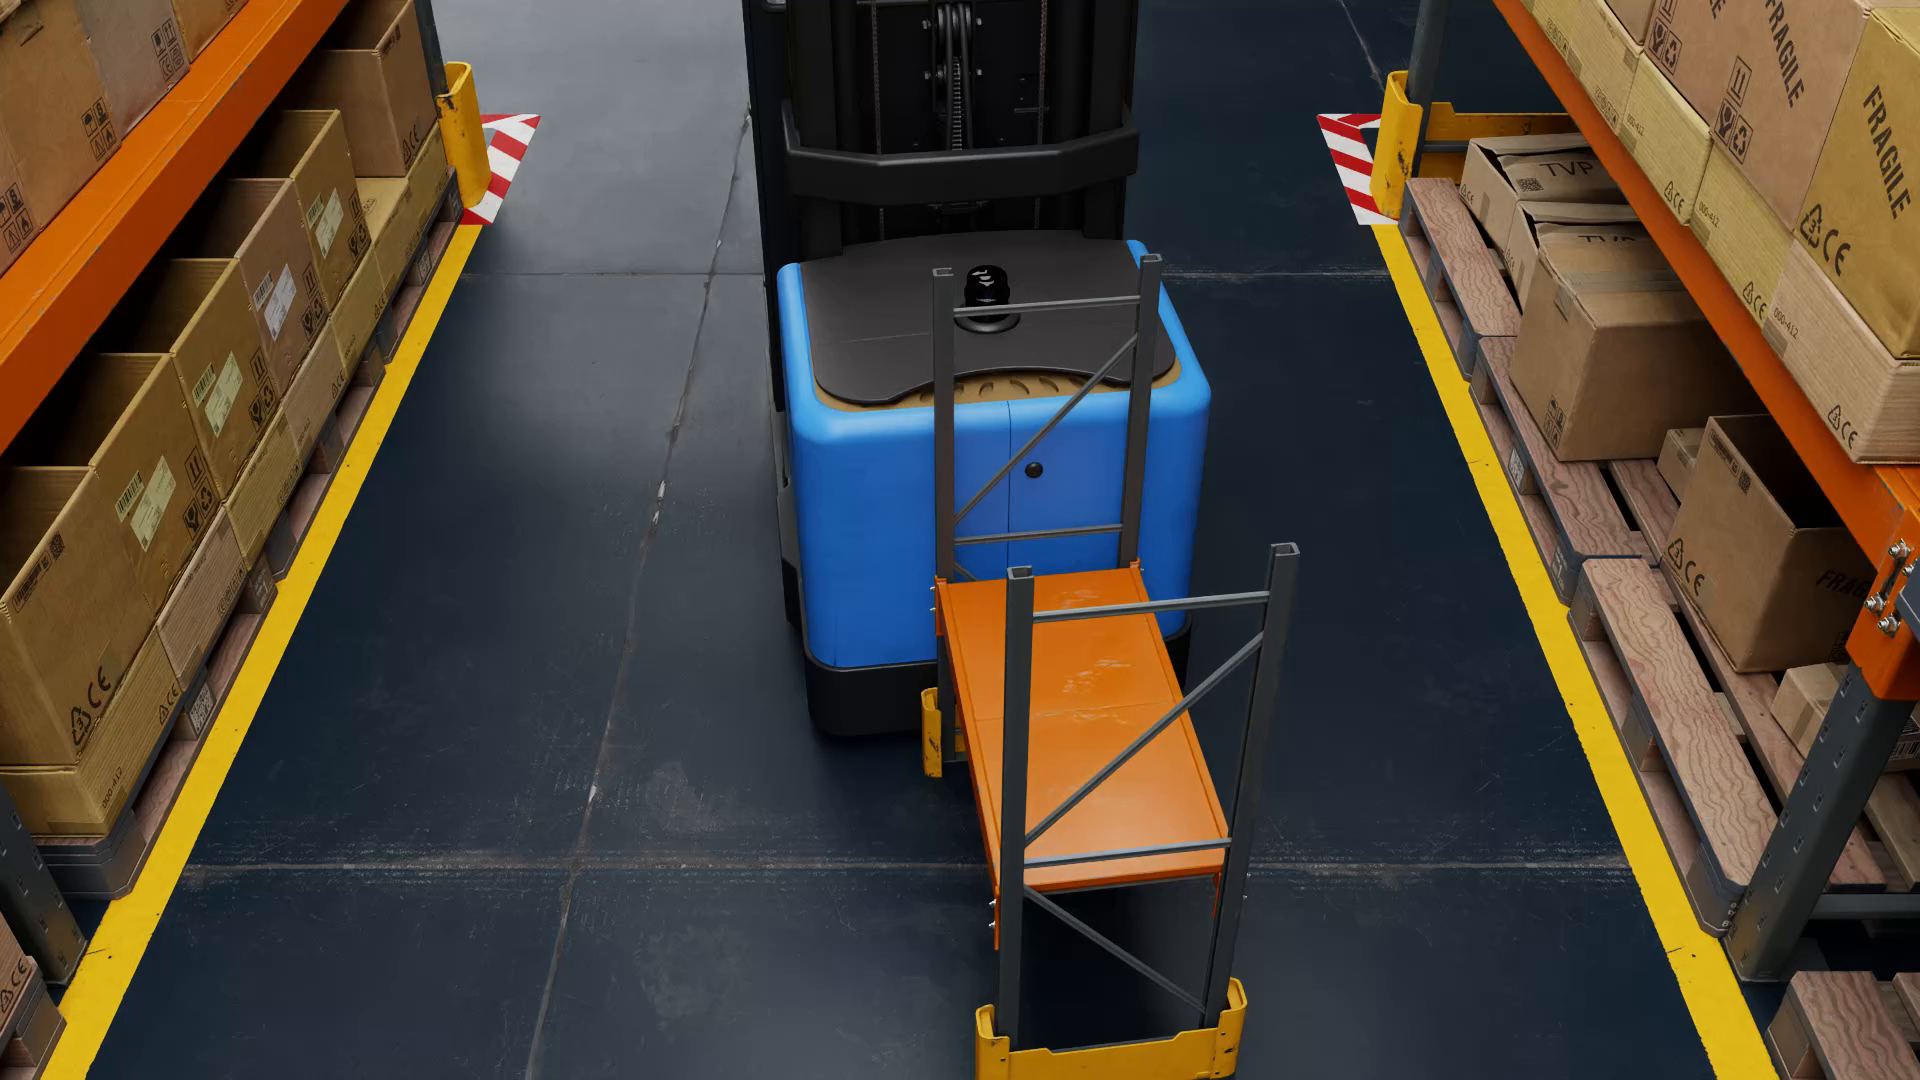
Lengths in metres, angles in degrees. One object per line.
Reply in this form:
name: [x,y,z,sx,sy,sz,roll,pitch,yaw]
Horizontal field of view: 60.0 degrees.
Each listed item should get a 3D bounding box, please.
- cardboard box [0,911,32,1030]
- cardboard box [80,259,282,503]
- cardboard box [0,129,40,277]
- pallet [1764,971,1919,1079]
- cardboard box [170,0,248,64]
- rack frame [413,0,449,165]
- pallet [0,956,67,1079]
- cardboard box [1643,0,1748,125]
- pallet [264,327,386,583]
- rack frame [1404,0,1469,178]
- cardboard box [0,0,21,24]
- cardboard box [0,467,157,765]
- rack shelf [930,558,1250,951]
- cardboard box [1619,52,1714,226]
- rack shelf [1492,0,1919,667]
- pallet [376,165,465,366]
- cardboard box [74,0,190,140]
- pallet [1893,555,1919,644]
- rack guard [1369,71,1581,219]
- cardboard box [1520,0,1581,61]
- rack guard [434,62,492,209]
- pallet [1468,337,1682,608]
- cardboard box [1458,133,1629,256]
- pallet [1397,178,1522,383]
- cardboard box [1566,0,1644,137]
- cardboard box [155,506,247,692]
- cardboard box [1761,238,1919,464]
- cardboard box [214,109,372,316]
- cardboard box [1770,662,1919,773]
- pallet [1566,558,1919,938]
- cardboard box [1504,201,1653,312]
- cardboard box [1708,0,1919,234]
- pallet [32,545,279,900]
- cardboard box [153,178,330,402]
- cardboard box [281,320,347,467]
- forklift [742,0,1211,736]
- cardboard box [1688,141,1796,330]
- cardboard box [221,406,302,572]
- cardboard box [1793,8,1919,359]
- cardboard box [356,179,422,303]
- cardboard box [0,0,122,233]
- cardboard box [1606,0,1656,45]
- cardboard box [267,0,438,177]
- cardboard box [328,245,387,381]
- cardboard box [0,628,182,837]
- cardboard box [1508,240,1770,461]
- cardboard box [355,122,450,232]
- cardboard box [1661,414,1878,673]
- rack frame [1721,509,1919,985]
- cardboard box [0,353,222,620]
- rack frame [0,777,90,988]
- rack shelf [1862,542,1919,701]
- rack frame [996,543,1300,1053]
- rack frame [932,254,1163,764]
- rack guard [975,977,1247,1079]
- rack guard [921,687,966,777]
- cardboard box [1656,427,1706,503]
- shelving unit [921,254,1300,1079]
cardboard box: [-2.318,1.017,3.445,0.500,0.250,0.500,0,39,0]
cardboard box: [-2.297,-0.450,4.677,0.500,0.500,0.500,0,39,0]
cardboard box: [-2.622,-0.798,3.767,0.700,0.500,0.500,0,39,-1]
pallet: [2.348,1.418,3.312,1.003,0.211,1.213,0,39,0]
cardboard box: [-2.625,-1.761,4.969,0.700,0.500,0.500,0,39,0]
rack frame: [-2.613,-2.653,6.162,1.000,3.000,0.127,0,39,0]
pallet: [-2.568,1.397,3.337,1.003,0.211,1.213,0,39,0]
cardboard box: [2.040,-1.322,4.005,0.500,0.500,0.500,-1,39,-1]
pallet: [-2.571,-0.325,5.487,1.003,0.211,1.213,0,39,0]
rack frame: [2.341,-2.659,6.169,1.000,3.000,0.127,0,39,0]
cardboard box: [-2.417,-1.251,3.813,0.380,0.149,0.250,-1,39,-2]
cardboard box: [-2.295,0.175,3.896,0.500,0.500,0.500,0,39,0]
rack shelf: [0.259,0.445,3.782,0.538,0.185,1.000,-5,39,-6]
cardboard box: [2.034,-1.029,4.239,0.500,0.250,0.500,0,39,0]
rack shelf: [2.343,-1.127,4.833,1.077,0.370,4.000,0,39,0]
pallet: [-2.570,-1.086,6.437,1.003,0.211,1.213,0,39,0]
cardboard box: [-2.620,-1.432,4.558,0.700,0.500,0.500,1,39,1]
pallet: [2.201,0.396,2.511,1.003,0.211,1.213,0,39,0]
rack guard: [2.341,-1.636,6.891,1.175,0.500,0.348,0,39,0]
cardboard box: [2.034,-1.659,5.026,0.500,0.250,0.500,-1,39,-1]
rack guard: [-2.613,-1.692,6.962,1.175,0.500,0.348,0,39,0]
pallet: [2.305,-0.254,5.398,1.003,0.211,1.213,0,39,0]
cardboard box: [2.252,-1.348,6.332,0.500,0.311,0.500,-4,39,-5]
pallet: [2.307,-1.015,6.348,1.003,0.211,1.213,0,39,0]
cardboard box: [2.032,-1.343,4.631,0.500,0.250,0.500,0,39,0]
cardboard box: [-2.301,0.155,4.521,0.500,0.250,0.500,0,39,0]
cardboard box: [2.042,-0.403,3.458,0.500,0.250,0.500,0,39,0]
cardboard box: [-2.299,-1.076,5.457,0.500,0.500,0.500,0,39,0]
cardboard box: [2.315,0.442,4.213,0.380,0.166,0.250,-5,39,-6]
pallet: [2.310,0.511,4.444,1.003,0.211,1.213,0,39,0]
cardboard box: [2.253,-0.992,5.887,0.500,0.311,0.500,3,39,4]
cardboard box: [2.030,-1.007,3.612,0.500,0.500,0.500,0,39,0]
pallet: [-2.567,0.439,4.533,1.003,0.211,1.213,0,39,0]
cardboard box: [-2.299,-0.763,5.067,0.500,0.500,0.500,0,39,0]
cardboard box: [-2.303,-0.470,5.301,0.500,0.250,0.500,0,39,0]
forklift: [-0.087,-1.533,4.820,1.130,2.935,3.031,-5,39,-6]
cardboard box: [2.050,-0.714,3.846,0.500,0.250,0.500,0,39,0]
cardboard box: [-2.296,-0.158,4.911,0.500,0.250,0.500,0,39,0]
cardboard box: [2.036,-0.695,3.222,0.500,0.500,0.500,0,39,0]
cardboard box: [-2.304,-1.096,6.082,0.500,0.250,0.500,0,39,0]
cardboard box: [-2.619,-1.111,4.158,0.700,0.500,0.500,1,39,1]
cardboard box: [2.039,-1.647,4.411,0.500,0.500,0.500,1,39,1]
cardboard box: [-2.314,-1.701,6.237,0.500,0.500,0.500,0,39,0]
cardboard box: [-2.302,-0.783,5.692,0.500,0.250,0.500,0,39,0]
cardboard box: [-2.305,0.468,4.131,0.500,0.250,0.500,0,39,0]
cardboard box: [2.203,-0.607,5.256,0.700,0.500,0.500,-2,39,-3]
cardboard box: [-2.316,-1.409,6.472,0.500,0.250,0.500,0,39,0]
cardboard box: [2.305,-0.003,4.502,0.500,0.500,0.500,-3,39,-3]
rack frame: [2.346,-0.157,3.048,1.000,3.000,0.127,0,39,0]
cardboard box: [-2.304,-0.138,4.287,0.500,0.500,0.500,0,39,0]
rack frame: [-2.608,-0.151,3.040,1.000,3.000,0.127,0,39,0]
rack shelf: [2.348,1.374,1.712,1.077,0.370,4.000,0,39,0]
rack frame: [0.328,0.620,3.277,0.500,1.500,0.032,-5,39,-6]
rack frame: [0.190,-0.010,4.063,0.500,1.500,0.032,-5,39,-6]
rack guard: [0.328,1.107,3.669,0.587,0.250,0.087,-5,39,-6]
rack guard: [0.193,0.490,4.439,0.587,0.250,0.087,-5,39,-6]
cardboard box: [2.364,-0.217,5.050,0.380,0.149,0.250,-3,39,-4]
shelving unit: [0.260,0.311,3.663,0.587,1.500,1.083,-5,39,-6]
